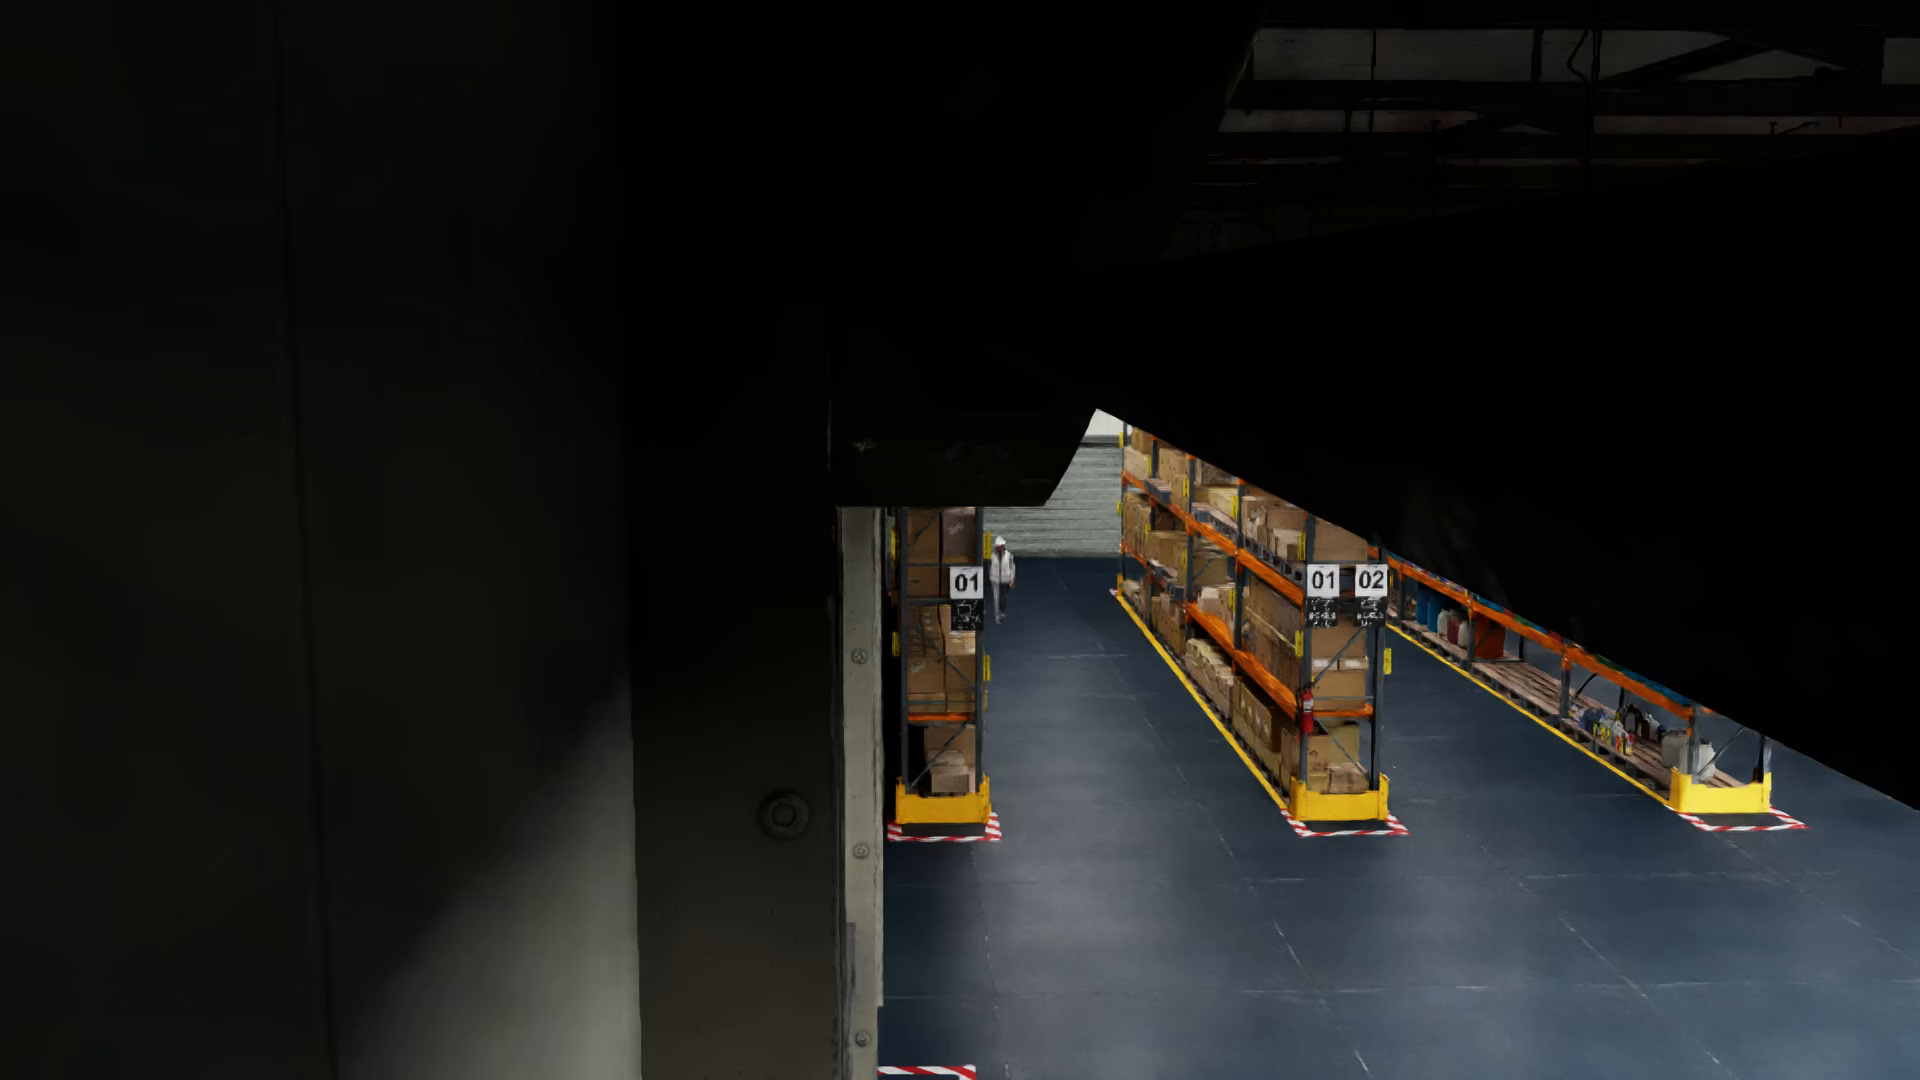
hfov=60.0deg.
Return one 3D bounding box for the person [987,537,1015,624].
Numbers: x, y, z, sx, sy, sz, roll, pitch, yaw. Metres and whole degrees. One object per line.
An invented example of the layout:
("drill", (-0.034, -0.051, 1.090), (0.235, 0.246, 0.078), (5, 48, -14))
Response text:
("person", (0.832, 0.790, 33.408), (0.553, 1.725, 1.030), (-1, 8, -4))
